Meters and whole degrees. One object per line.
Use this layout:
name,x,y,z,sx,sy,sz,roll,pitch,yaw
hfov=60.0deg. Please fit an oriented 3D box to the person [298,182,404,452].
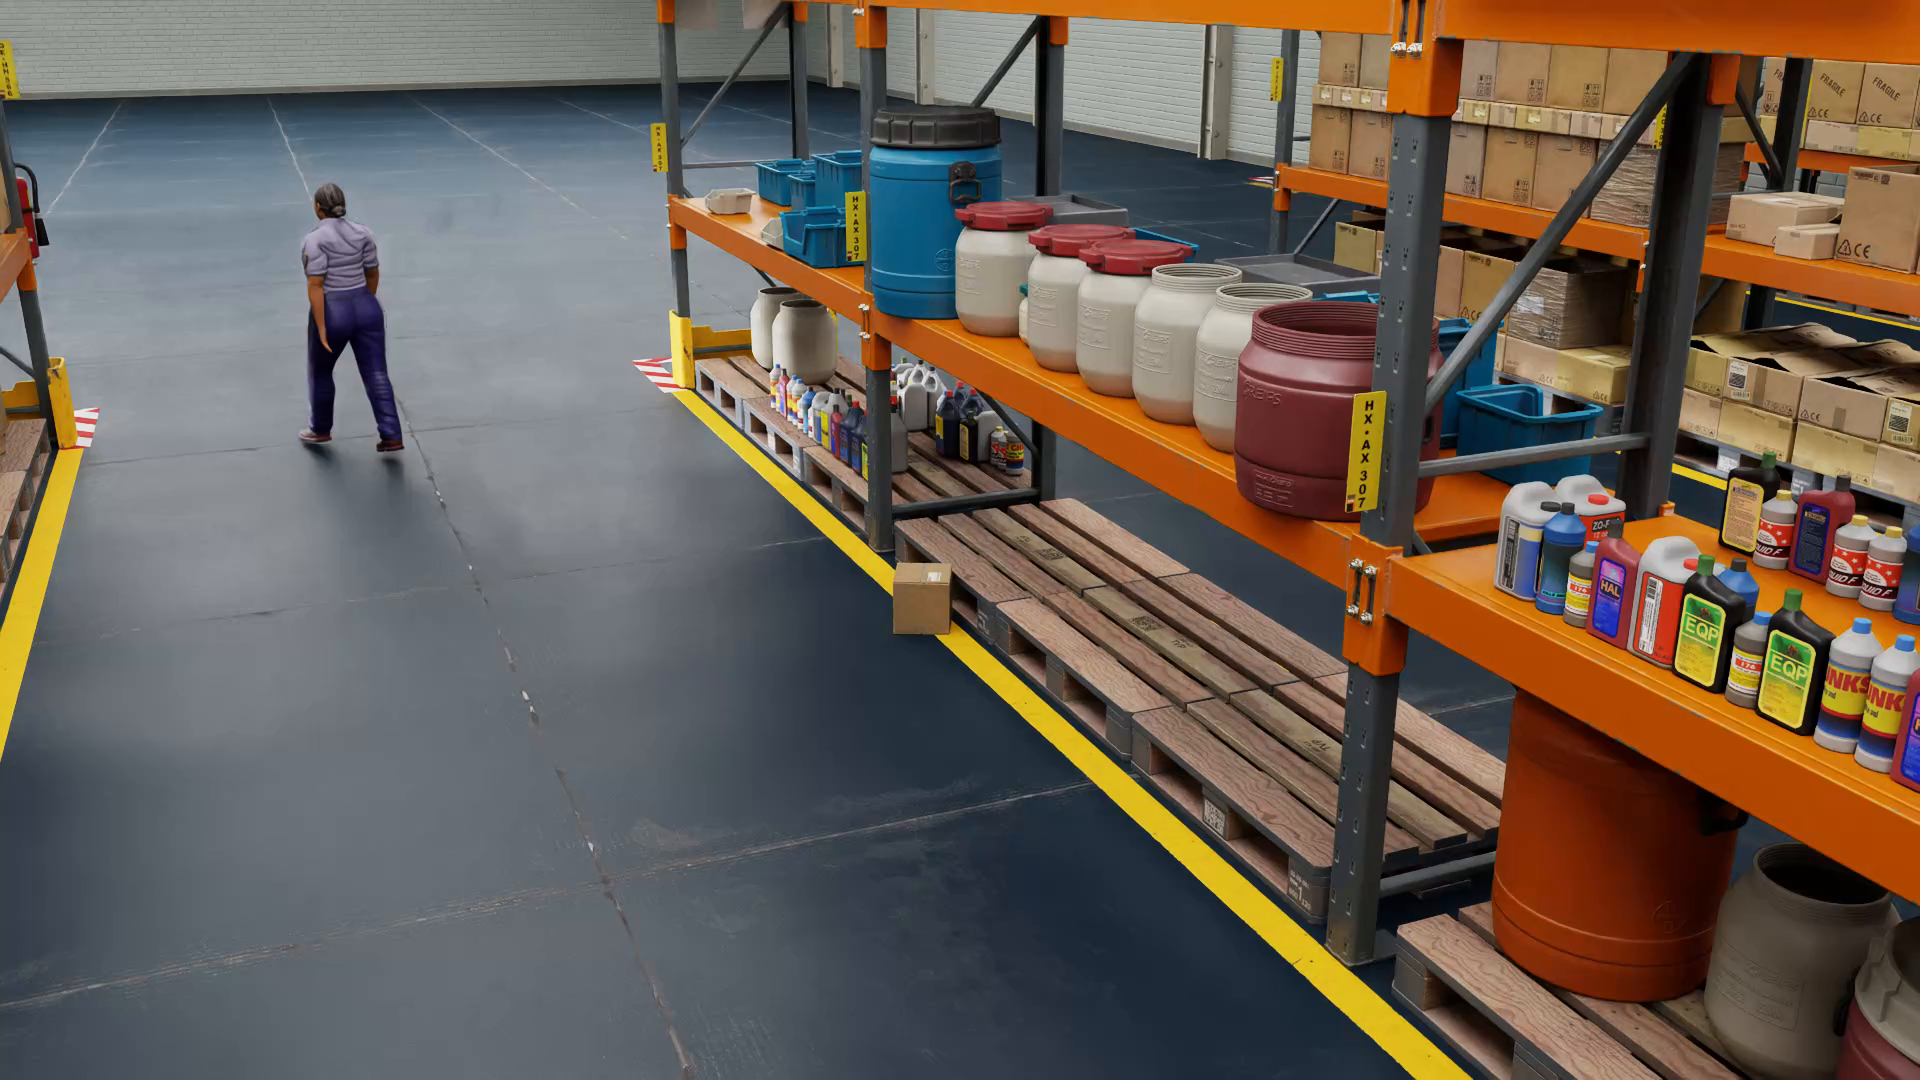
person,-3.700,-1.336,9.960,0.495,1.585,0.943,-17,25,-40
